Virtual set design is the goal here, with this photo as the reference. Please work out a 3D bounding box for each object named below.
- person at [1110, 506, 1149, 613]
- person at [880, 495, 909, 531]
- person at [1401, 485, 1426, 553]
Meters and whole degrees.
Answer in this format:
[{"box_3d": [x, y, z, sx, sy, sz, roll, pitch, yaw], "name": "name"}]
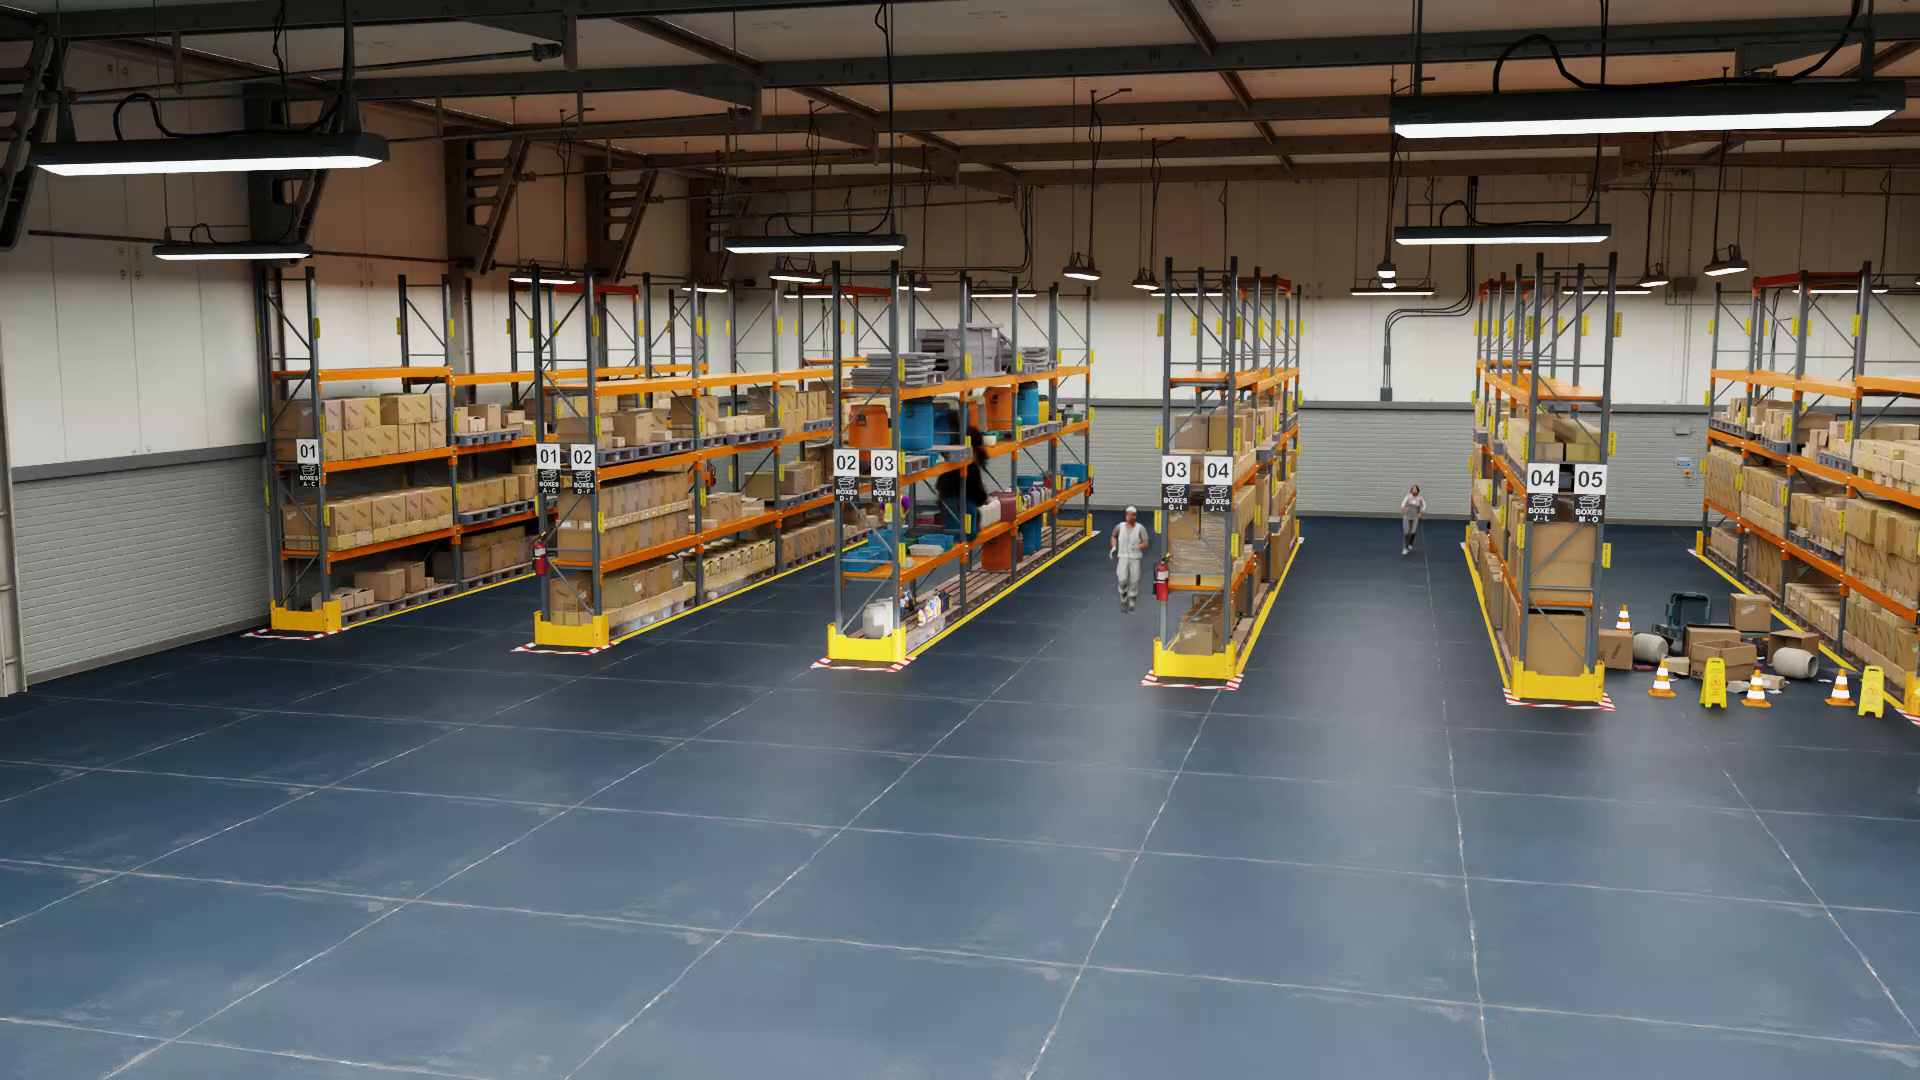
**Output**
[{"box_3d": [2.806, 0.337, 27.622, 0.649, 1.786, 0.642, 1, 7, 10], "name": "person"}, {"box_3d": [-1.413, -0.384, 35.739, 0.679, 1.721, 0.576, 2, 7, 12], "name": "person"}, {"box_3d": [10.066, -0.456, 36.957, 0.534, 1.553, 0.594, 3, 8, 19], "name": "person"}]
